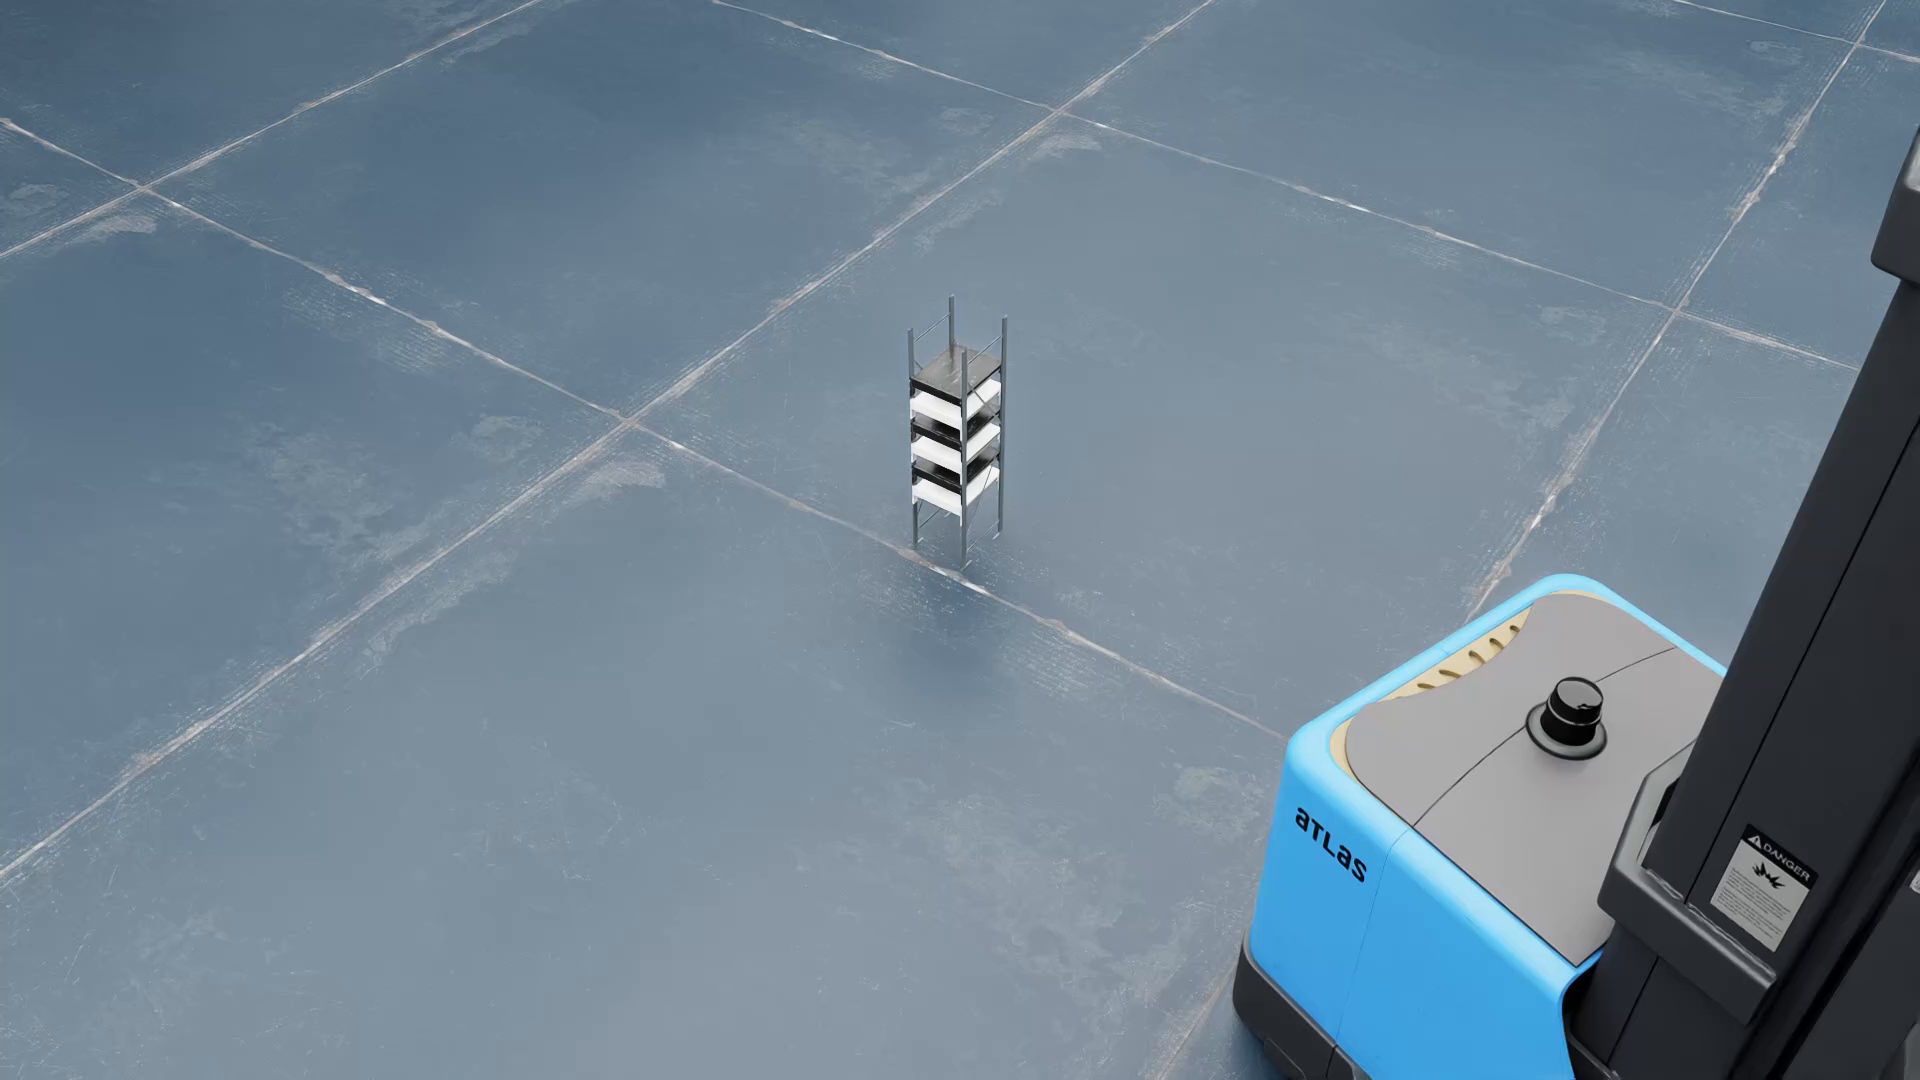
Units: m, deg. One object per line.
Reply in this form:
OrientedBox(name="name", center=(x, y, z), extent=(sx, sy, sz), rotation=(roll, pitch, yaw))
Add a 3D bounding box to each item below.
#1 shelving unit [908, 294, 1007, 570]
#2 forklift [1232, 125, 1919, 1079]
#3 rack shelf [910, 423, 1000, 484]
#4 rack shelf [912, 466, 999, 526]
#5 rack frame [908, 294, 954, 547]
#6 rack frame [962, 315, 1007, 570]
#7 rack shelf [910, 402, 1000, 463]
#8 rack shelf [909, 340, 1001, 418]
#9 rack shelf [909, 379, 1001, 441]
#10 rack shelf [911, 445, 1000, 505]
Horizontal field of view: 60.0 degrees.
OrientedBox(name="shelving unit", center=(-0.007, -0.338, 5.453), extent=(0.210, 0.900, 0.258), rotation=(25, 48, 25))
OrientedBox(name="forklift", center=(1.978, 0.749, 2.715), extent=(1.130, 2.935, 3.031), rotation=(-26, 48, -26))
OrientedBox(name="rack shelf", center=(-0.007, -0.314, 5.476), extent=(0.200, 0.077, 0.258), rotation=(25, 48, 25))
OrientedBox(name="rack shelf", center=(-0.007, -0.179, 5.596), extent=(0.200, 0.077, 0.258), rotation=(25, 48, 25))
OrientedBox(name="rack frame", center=(-0.090, -0.377, 5.497), extent=(0.006, 0.900, 0.240), rotation=(25, 48, 25))
OrientedBox(name="rack frame", center=(0.077, -0.300, 5.410), extent=(0.006, 0.900, 0.240), rotation=(25, 48, 25))
OrientedBox(name="rack shelf", center=(-0.007, -0.381, 5.416), extent=(0.200, 0.077, 0.258), rotation=(25, 48, 25))
OrientedBox(name="rack shelf", center=(-0.007, -0.515, 5.296), extent=(0.200, 0.077, 0.258), rotation=(25, 48, 25))
OrientedBox(name="rack shelf", center=(-0.007, -0.448, 5.356), extent=(0.200, 0.077, 0.258), rotation=(25, 48, 25))
OrientedBox(name="rack shelf", center=(-0.007, -0.247, 5.536), extent=(0.200, 0.077, 0.258), rotation=(25, 48, 25))
